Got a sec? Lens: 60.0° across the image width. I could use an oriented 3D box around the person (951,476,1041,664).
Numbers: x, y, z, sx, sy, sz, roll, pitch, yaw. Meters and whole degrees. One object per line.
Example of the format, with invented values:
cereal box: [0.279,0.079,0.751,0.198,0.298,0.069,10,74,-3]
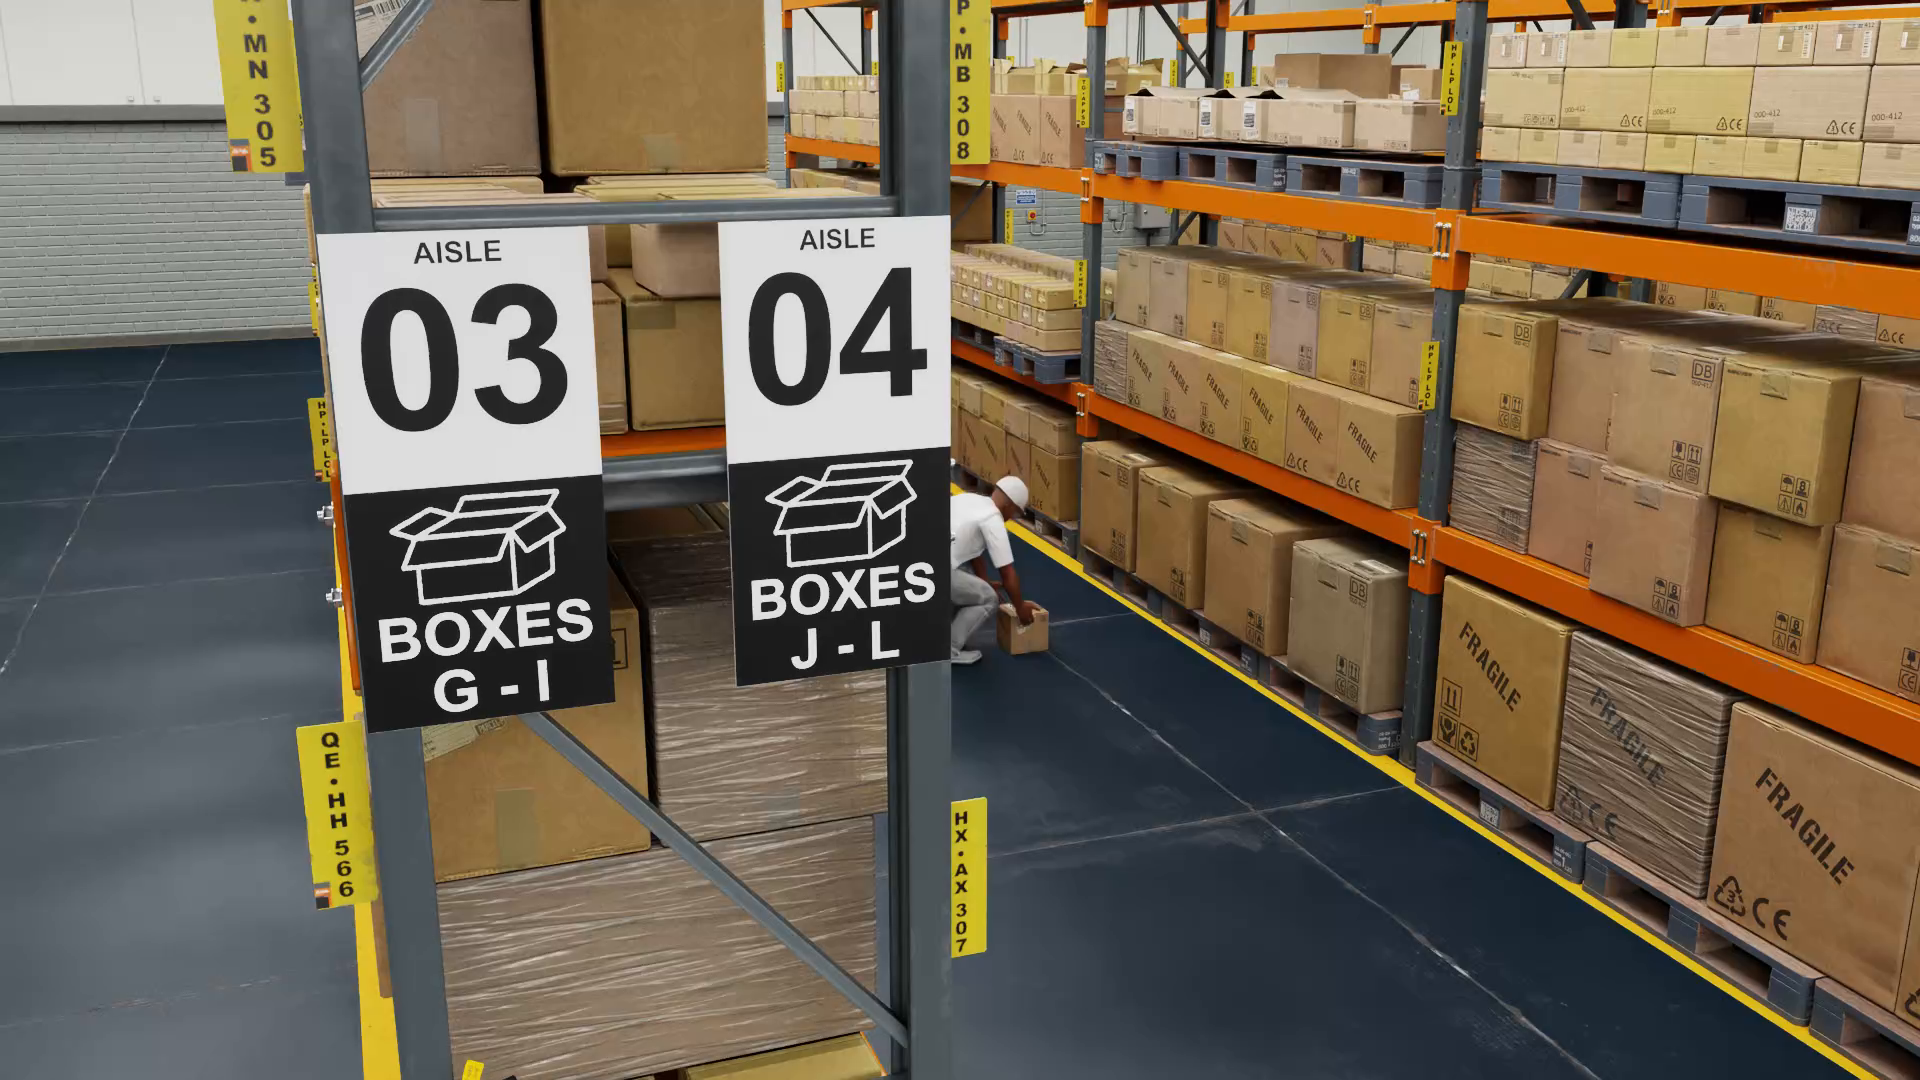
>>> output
person: [0.015,0.170,10.144,0.875,1.087,0.602,-6,17,-20]
